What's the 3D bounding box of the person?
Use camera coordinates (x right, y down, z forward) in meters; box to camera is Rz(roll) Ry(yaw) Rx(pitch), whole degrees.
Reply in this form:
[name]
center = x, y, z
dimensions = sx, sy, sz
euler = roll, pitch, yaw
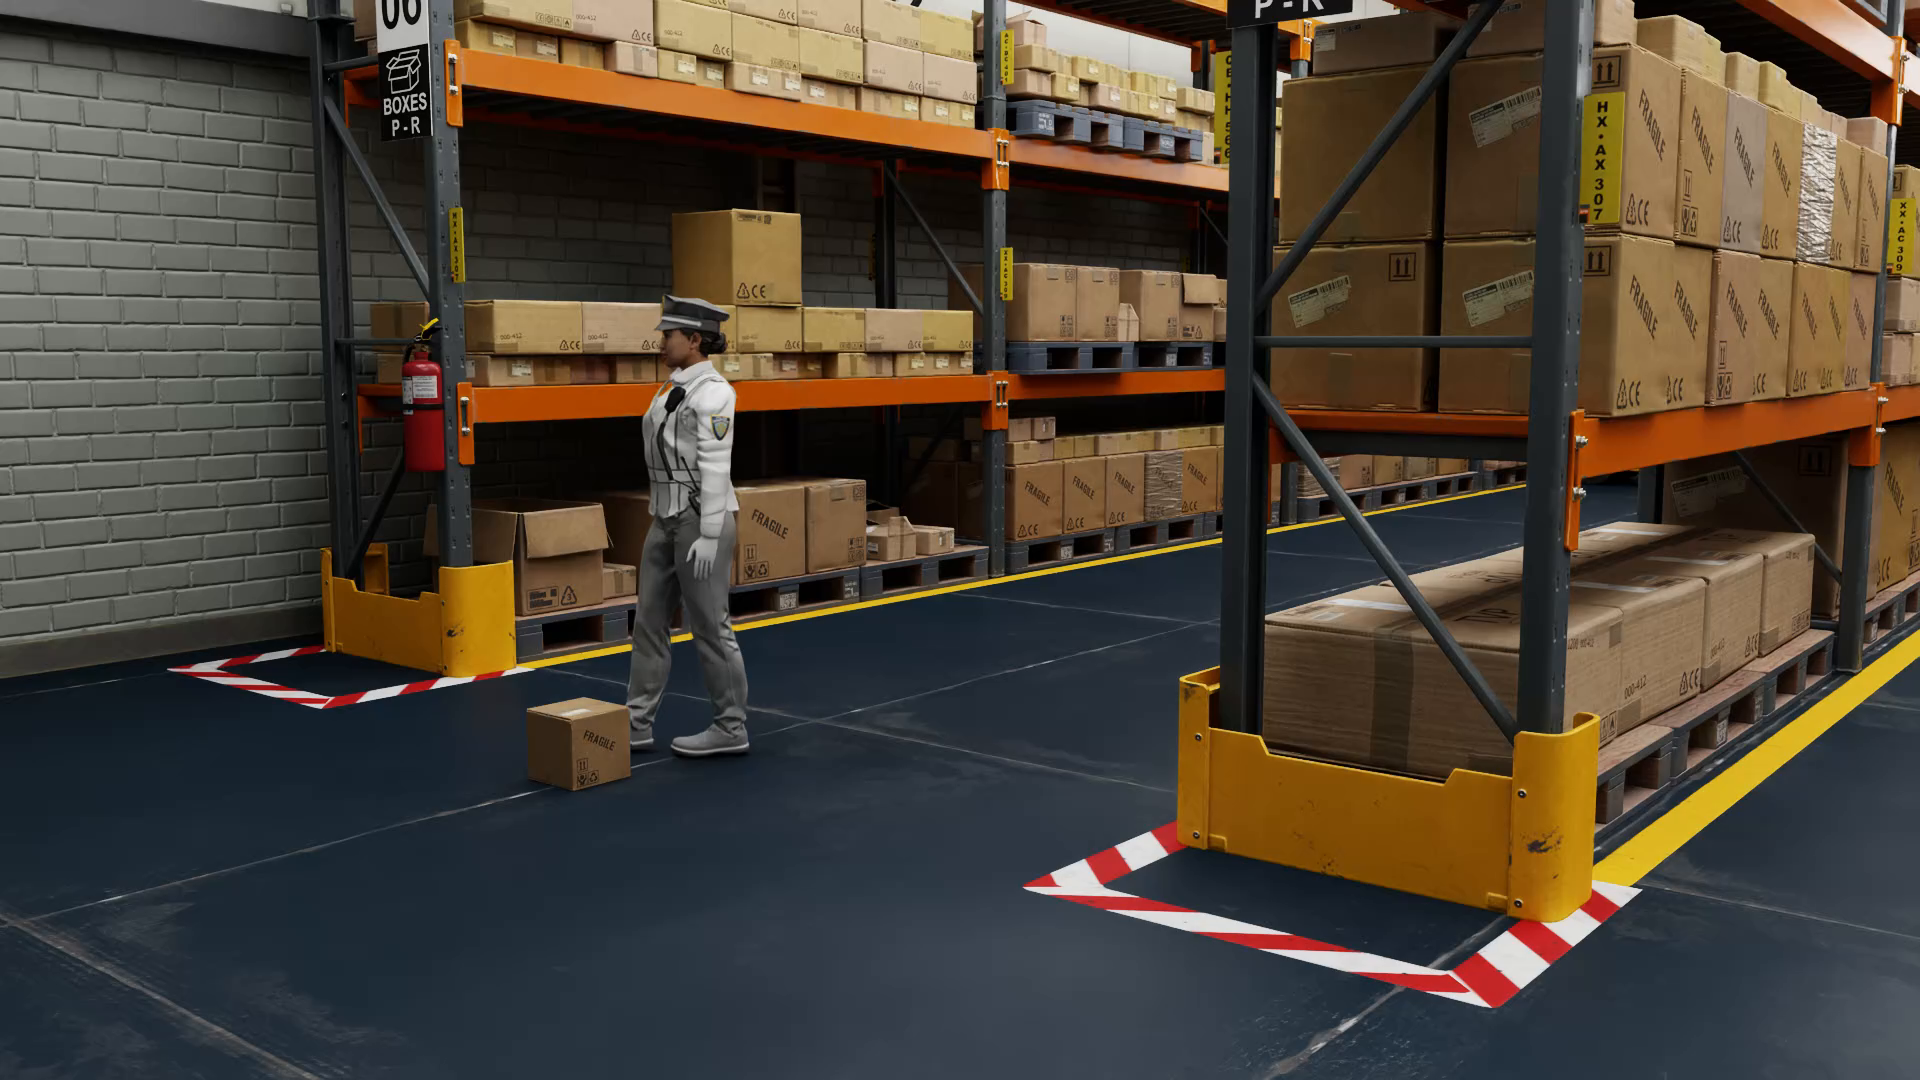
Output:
[person]
center = -1.075, -0.043, 5.986
dimensions = 0.578, 1.672, 0.490
euler = -4, 8, -30
